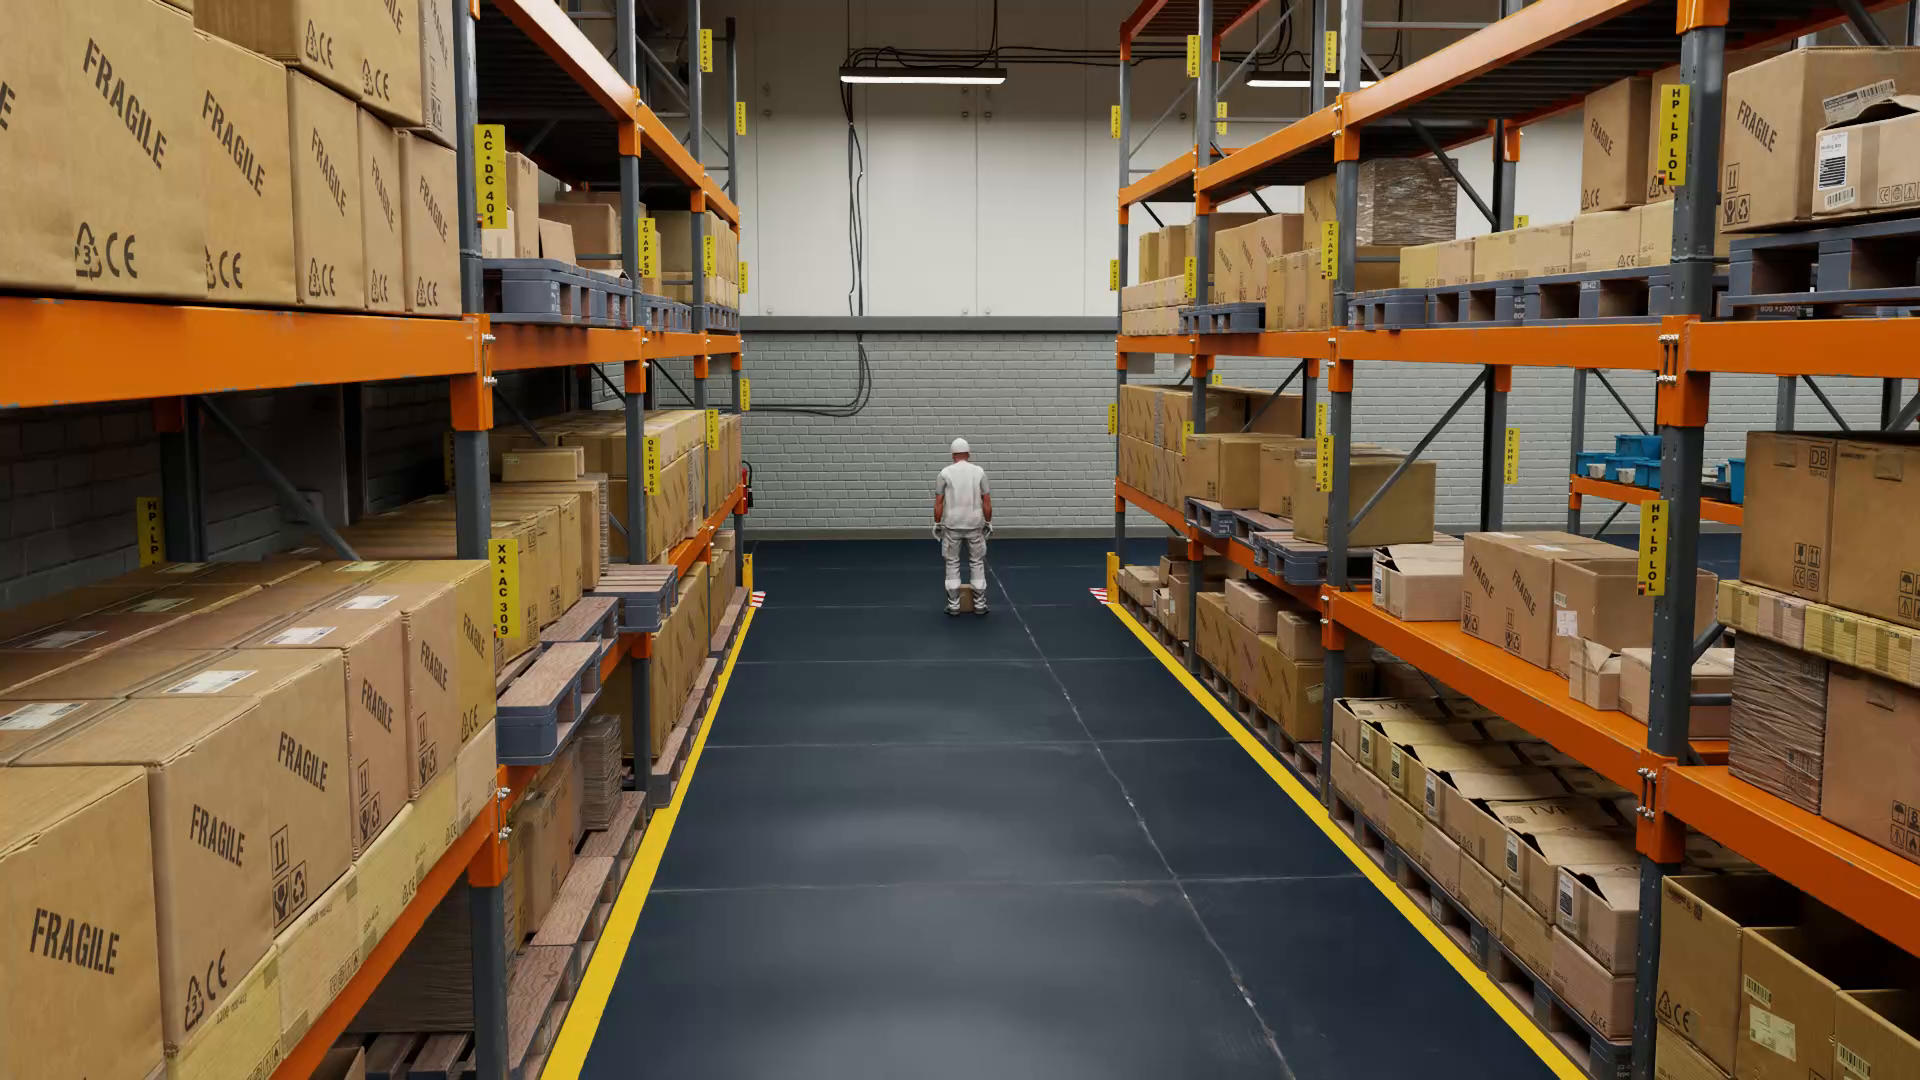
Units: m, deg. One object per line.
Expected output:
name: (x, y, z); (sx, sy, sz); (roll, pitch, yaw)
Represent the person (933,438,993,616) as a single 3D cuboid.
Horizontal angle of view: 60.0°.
person: (0.032, -0.135, 16.817); (0.613, 1.779, 0.455); (-1, 7, -4)
